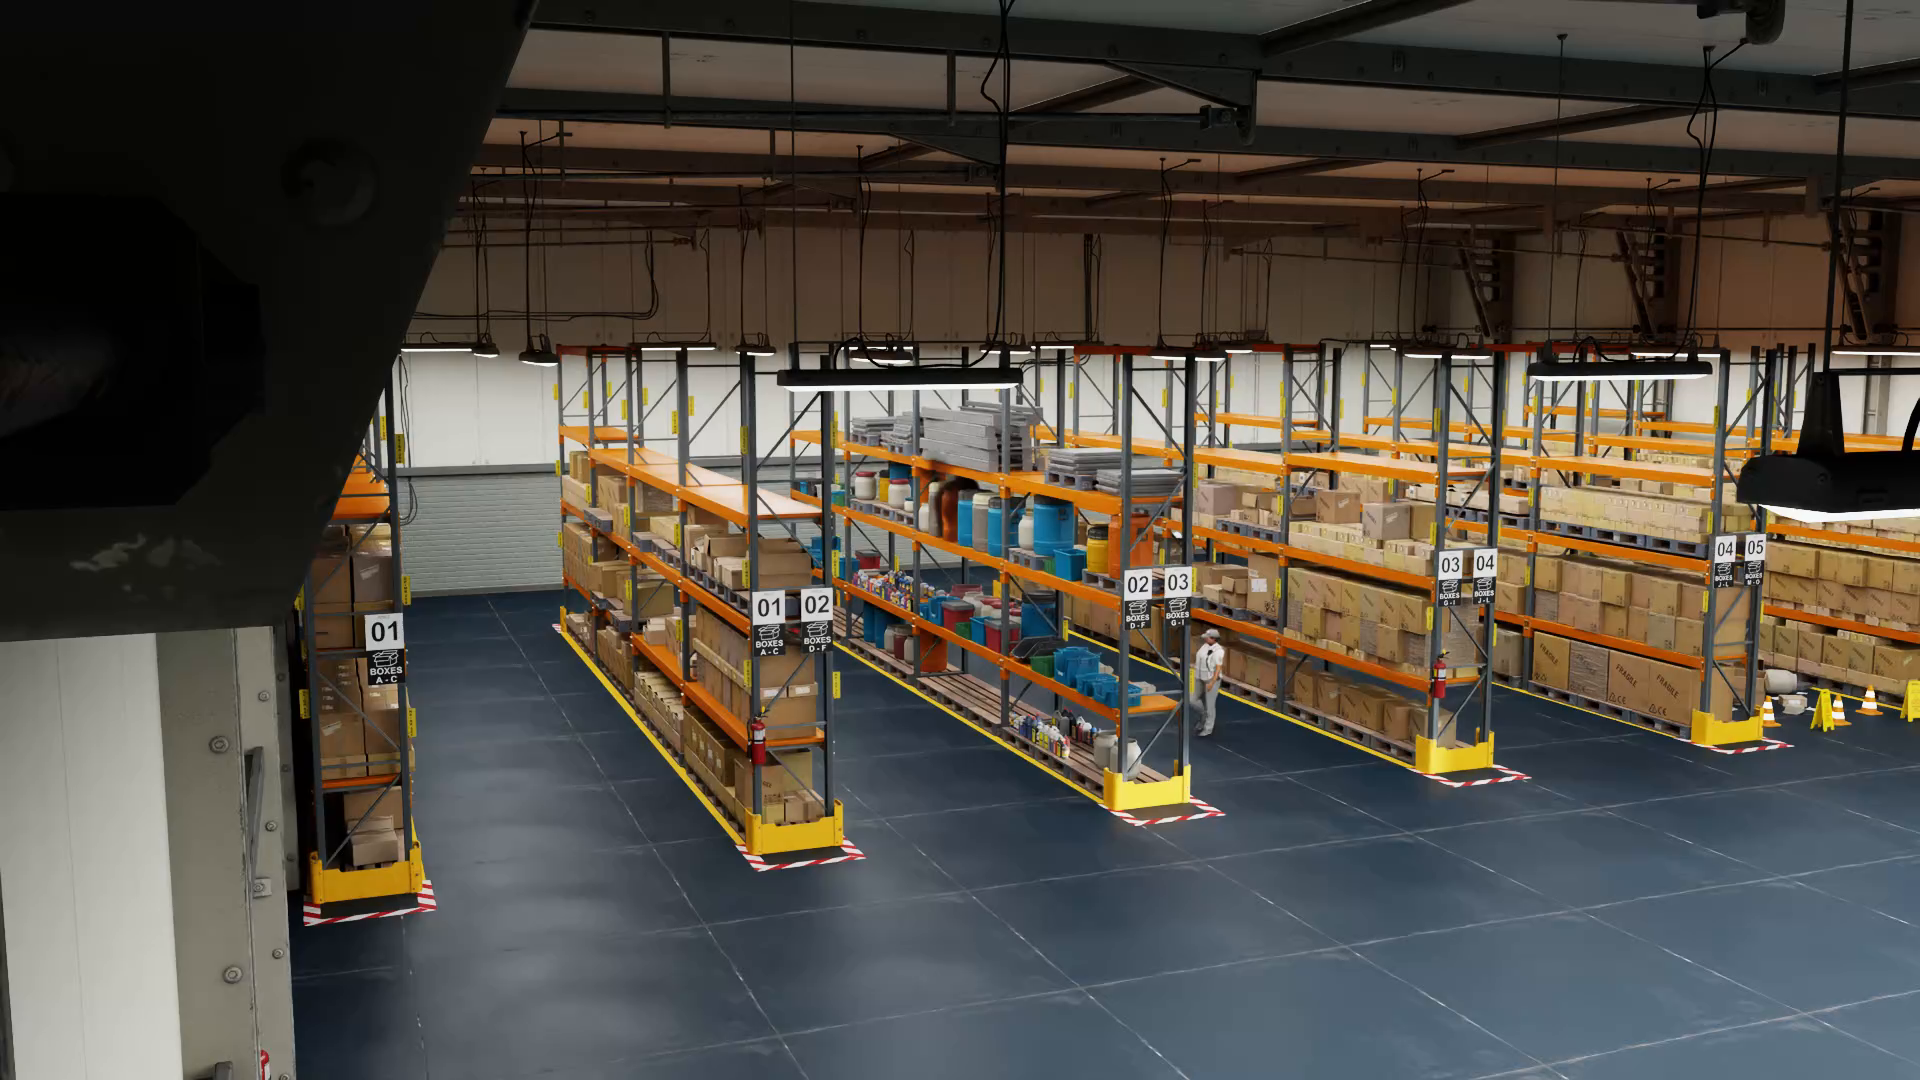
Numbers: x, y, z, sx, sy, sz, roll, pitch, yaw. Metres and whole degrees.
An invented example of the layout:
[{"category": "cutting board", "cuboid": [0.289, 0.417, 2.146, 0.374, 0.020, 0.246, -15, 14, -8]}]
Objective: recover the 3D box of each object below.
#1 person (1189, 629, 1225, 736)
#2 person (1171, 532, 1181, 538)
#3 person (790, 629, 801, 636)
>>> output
[{"category": "person", "cuboid": [3.855, 2.219, 26.065, 0.481, 1.679, 0.555, -6, 9, -40]}, {"category": "person", "cuboid": [4.833, 0.707, 37.310, 0.403, 1.783, 0.544, -2, 7, -13]}, {"category": "person", "cuboid": [-2.756, 2.002, 27.459, 0.748, 1.737, 0.600, 5, 9, 34]}]
